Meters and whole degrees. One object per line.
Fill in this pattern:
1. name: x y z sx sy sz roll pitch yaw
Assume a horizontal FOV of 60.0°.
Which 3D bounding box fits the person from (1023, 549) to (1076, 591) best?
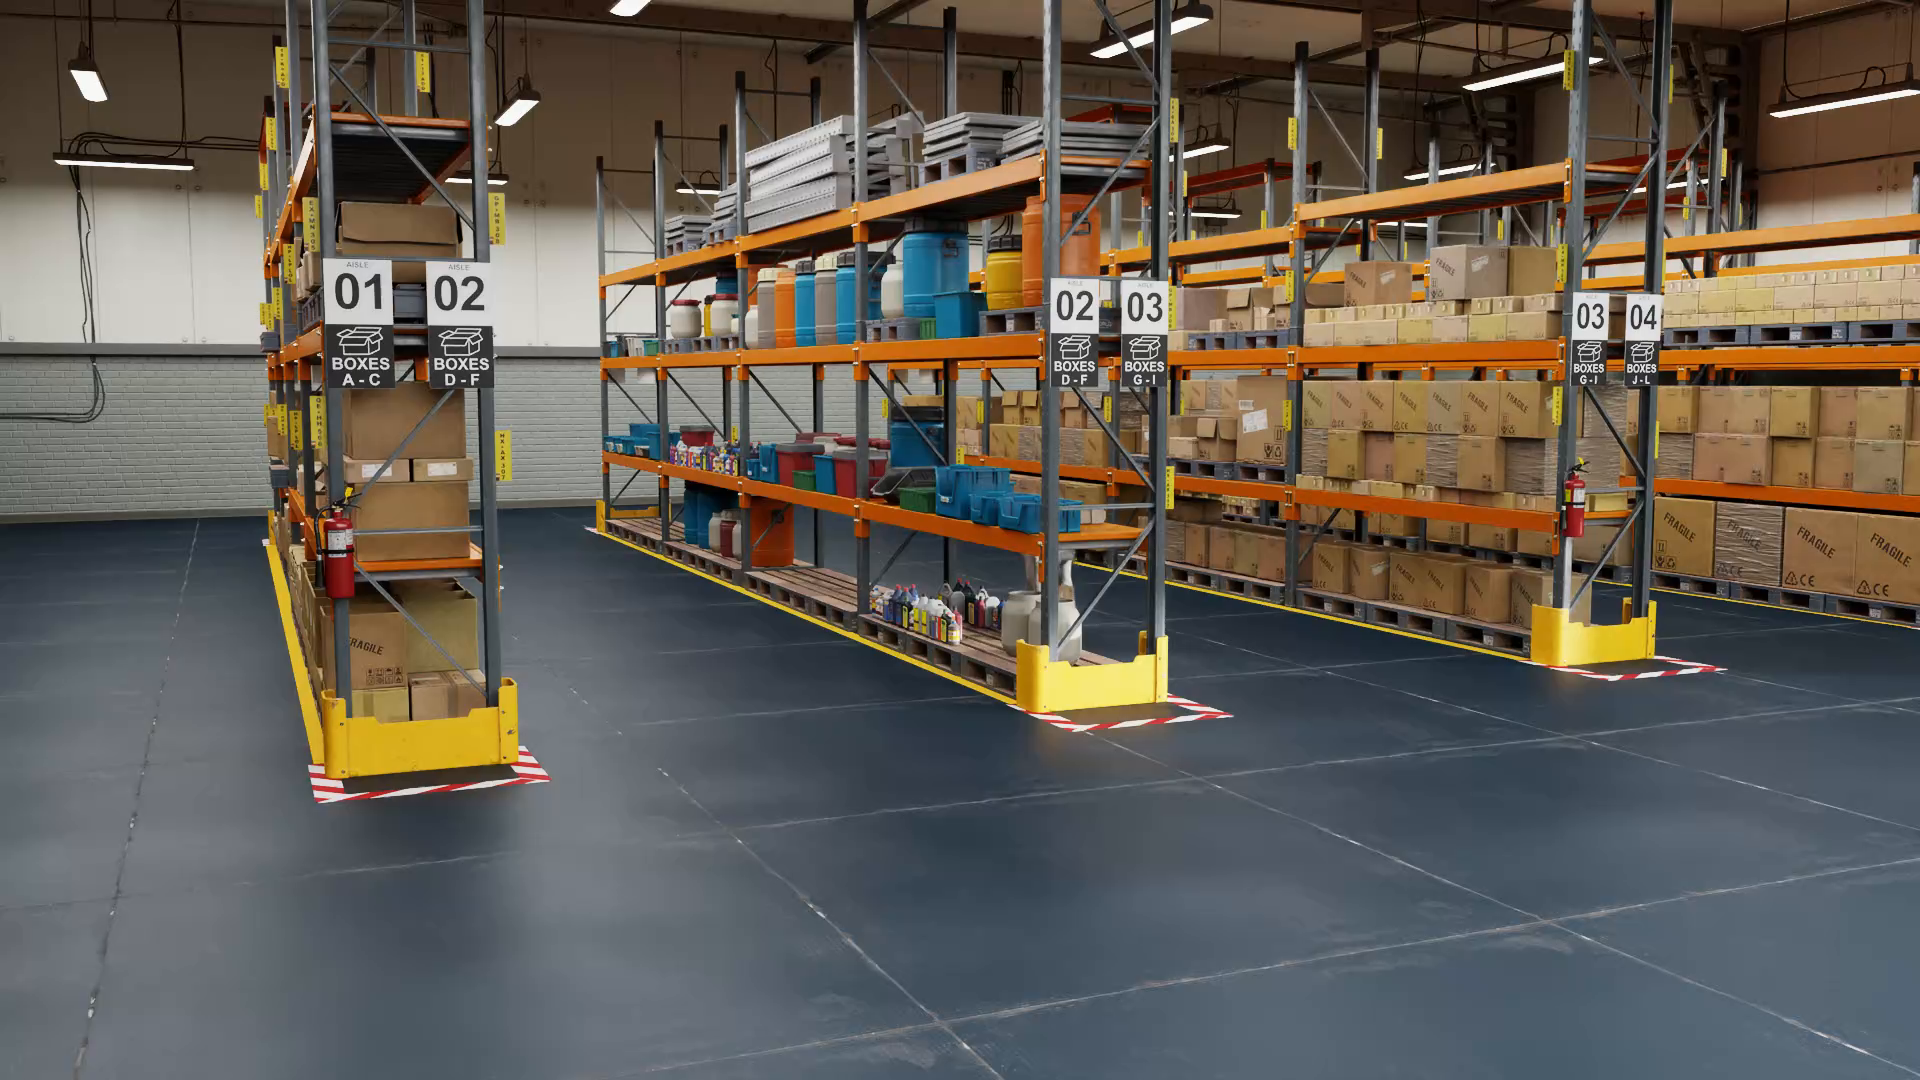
1. person: 0.908 0.369 16.691 0.431 0.990 0.912 -2 6 -18
